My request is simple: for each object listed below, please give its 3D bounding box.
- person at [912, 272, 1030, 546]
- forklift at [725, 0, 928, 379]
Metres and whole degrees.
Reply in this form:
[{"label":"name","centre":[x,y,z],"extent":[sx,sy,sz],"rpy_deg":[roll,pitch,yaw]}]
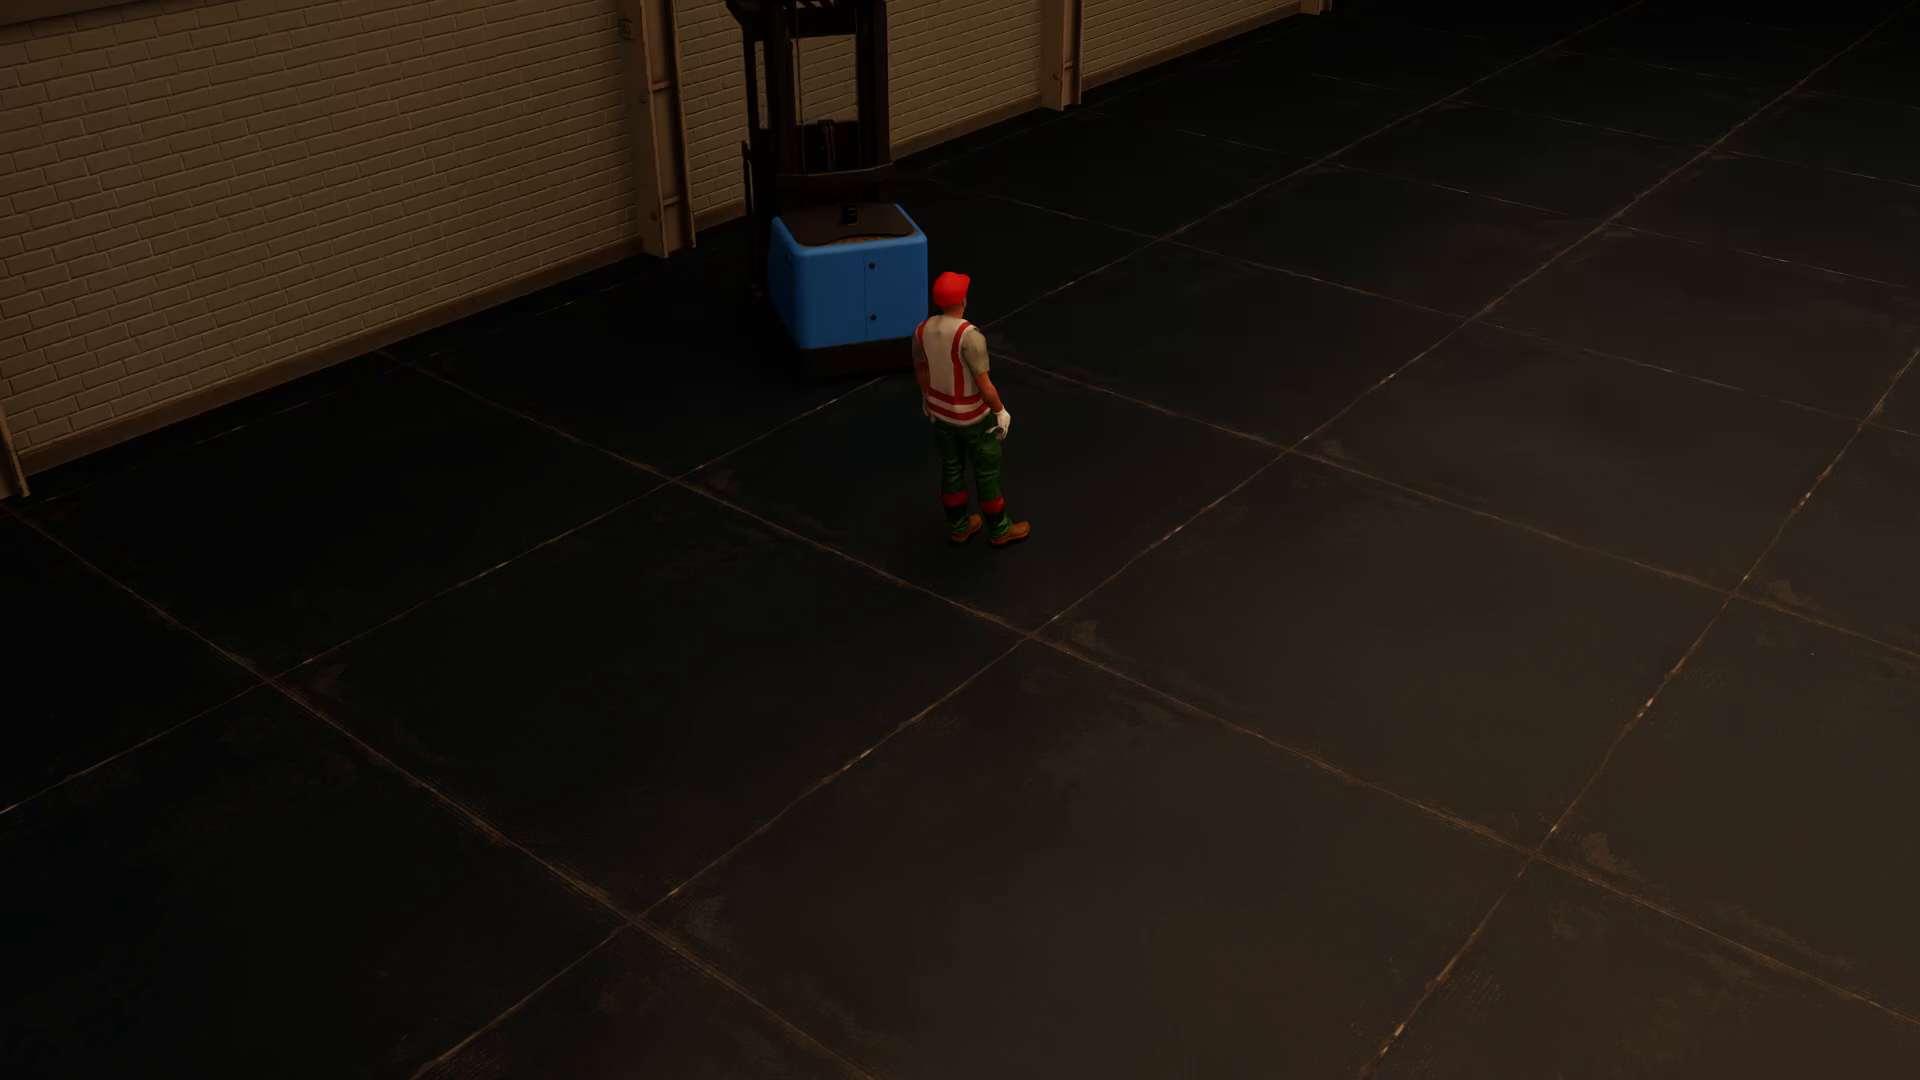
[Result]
[{"label":"person","centre":[0.060,-0.807,10.092],"extent":[0.637,1.790,0.562],"rpy_deg":[22,37,33]},{"label":"forklift","centre":[-1.159,-3.199,13.070],"extent":[1.130,2.935,3.031],"rpy_deg":[-9,32,-15]}]
